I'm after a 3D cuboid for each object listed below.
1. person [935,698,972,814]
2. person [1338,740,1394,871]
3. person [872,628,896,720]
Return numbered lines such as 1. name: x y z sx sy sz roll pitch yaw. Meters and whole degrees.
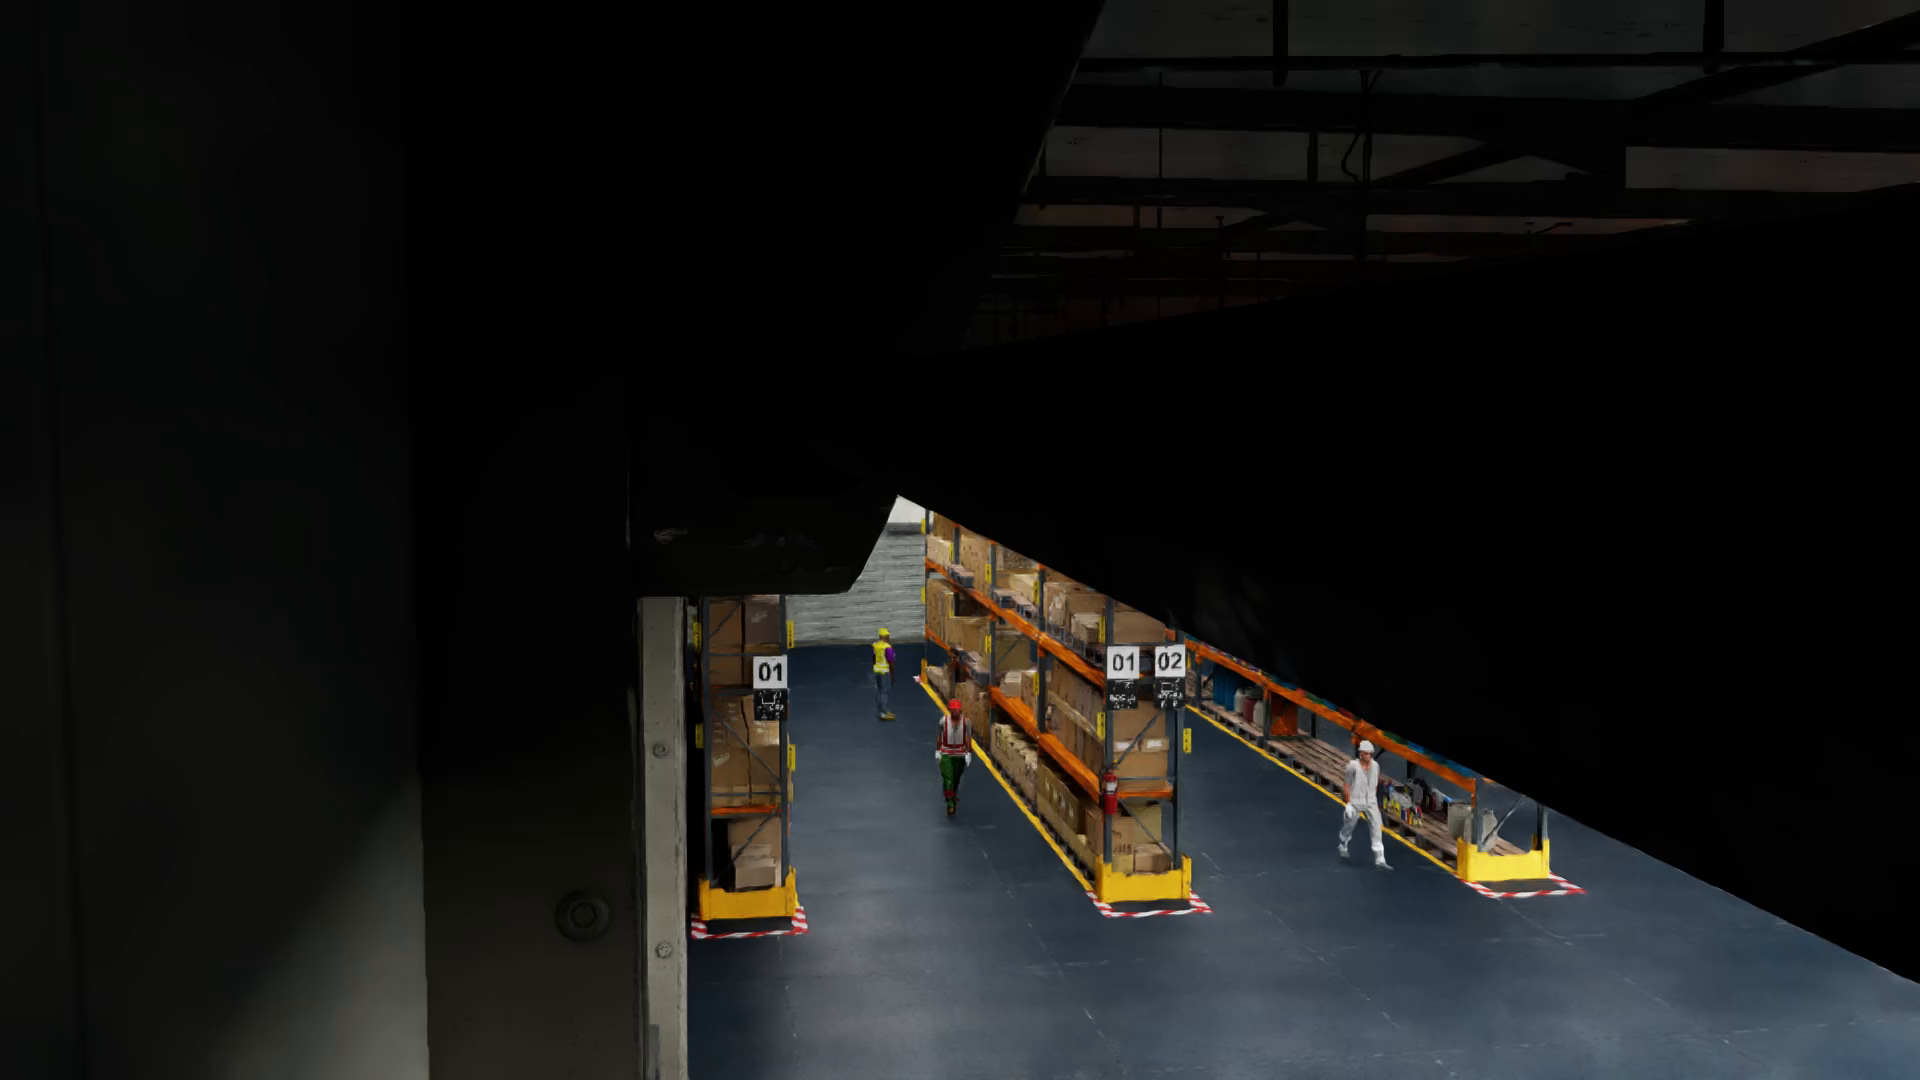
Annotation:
1. person: -0.078 3.242 25.248 0.550 1.709 1.128 -1 5 -11
2. person: 5.389 3.508 22.220 0.557 1.708 1.125 -1 5 -11
3. person: -1.446 2.582 32.409 0.453 1.768 0.632 -4 6 -38
